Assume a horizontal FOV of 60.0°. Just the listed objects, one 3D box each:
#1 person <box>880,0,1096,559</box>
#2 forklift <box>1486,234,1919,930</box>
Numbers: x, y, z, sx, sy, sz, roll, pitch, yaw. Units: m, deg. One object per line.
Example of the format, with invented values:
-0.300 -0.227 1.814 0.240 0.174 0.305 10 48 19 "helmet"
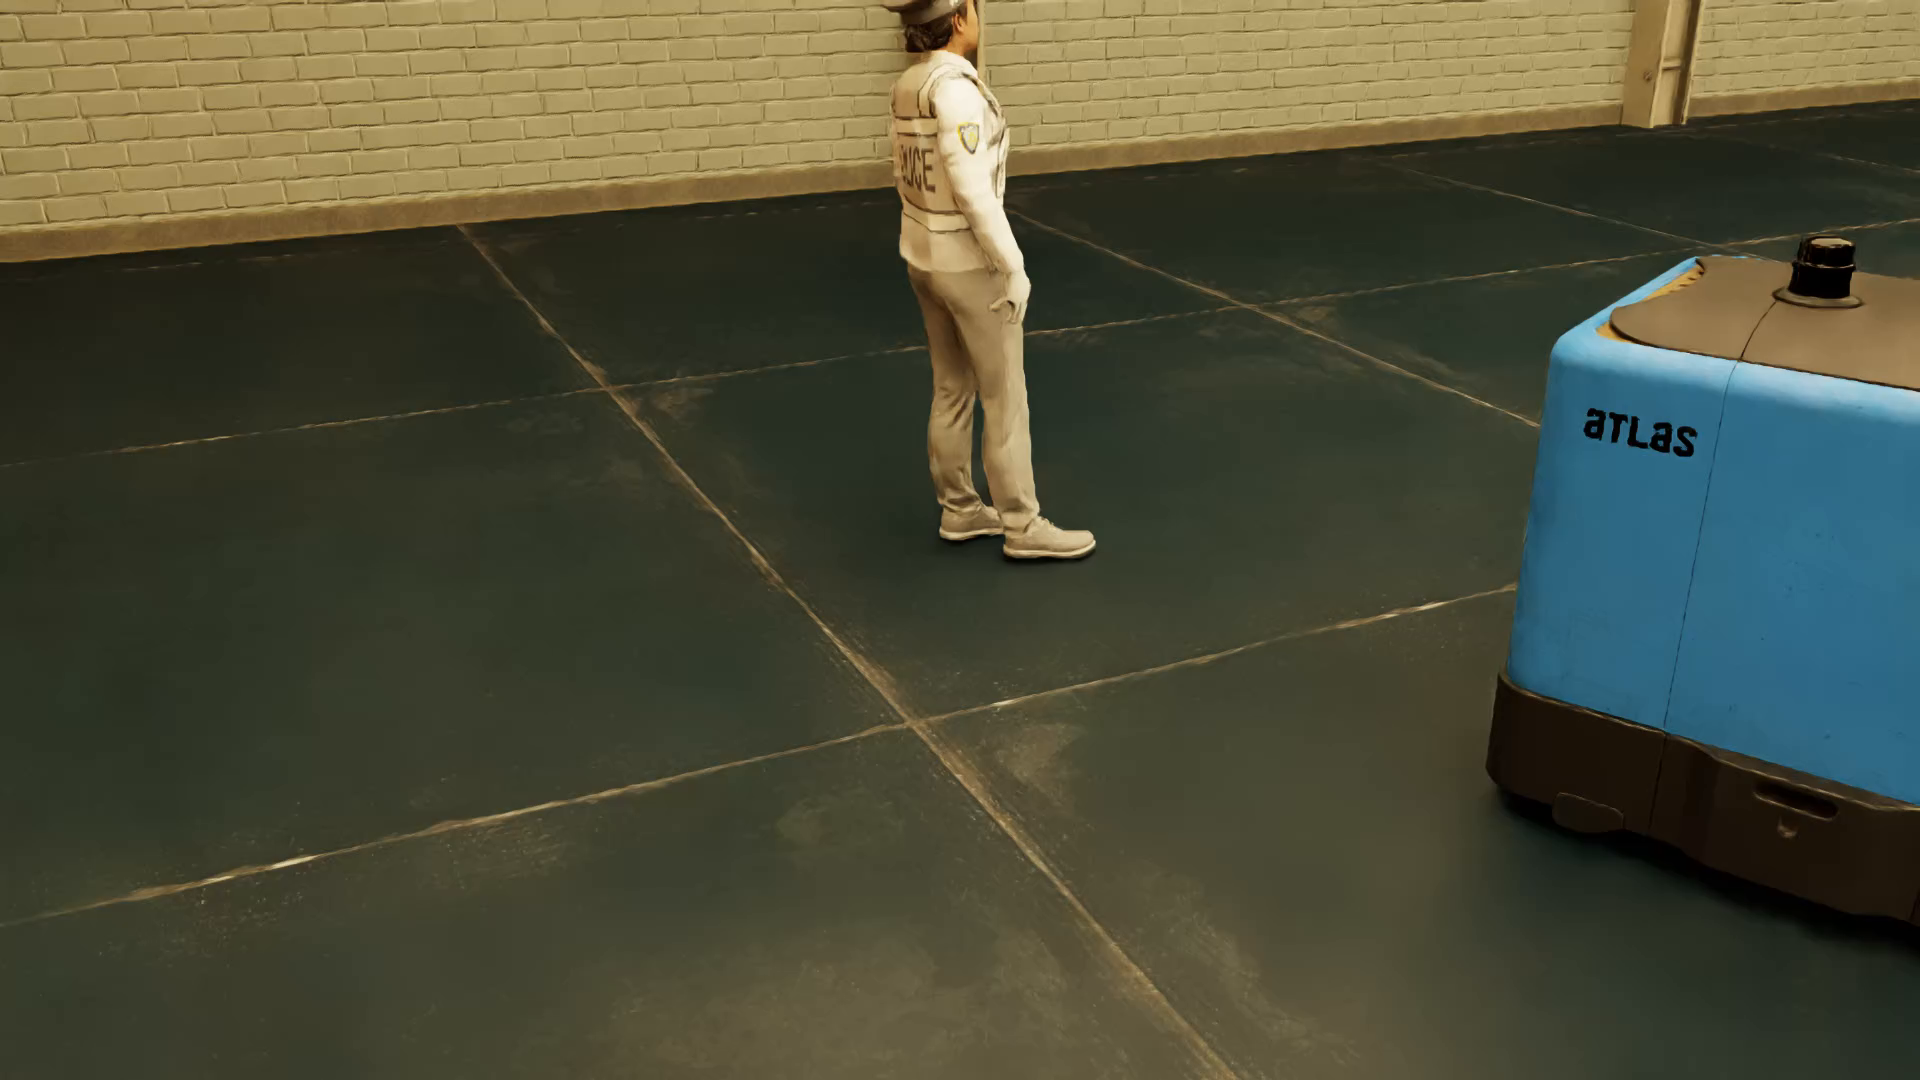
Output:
0.064 -0.798 4.799 0.532 1.695 0.586 -10 25 -23 "person"
2.639 -0.563 2.642 3.031 2.935 1.130 17 28 35 "forklift"
